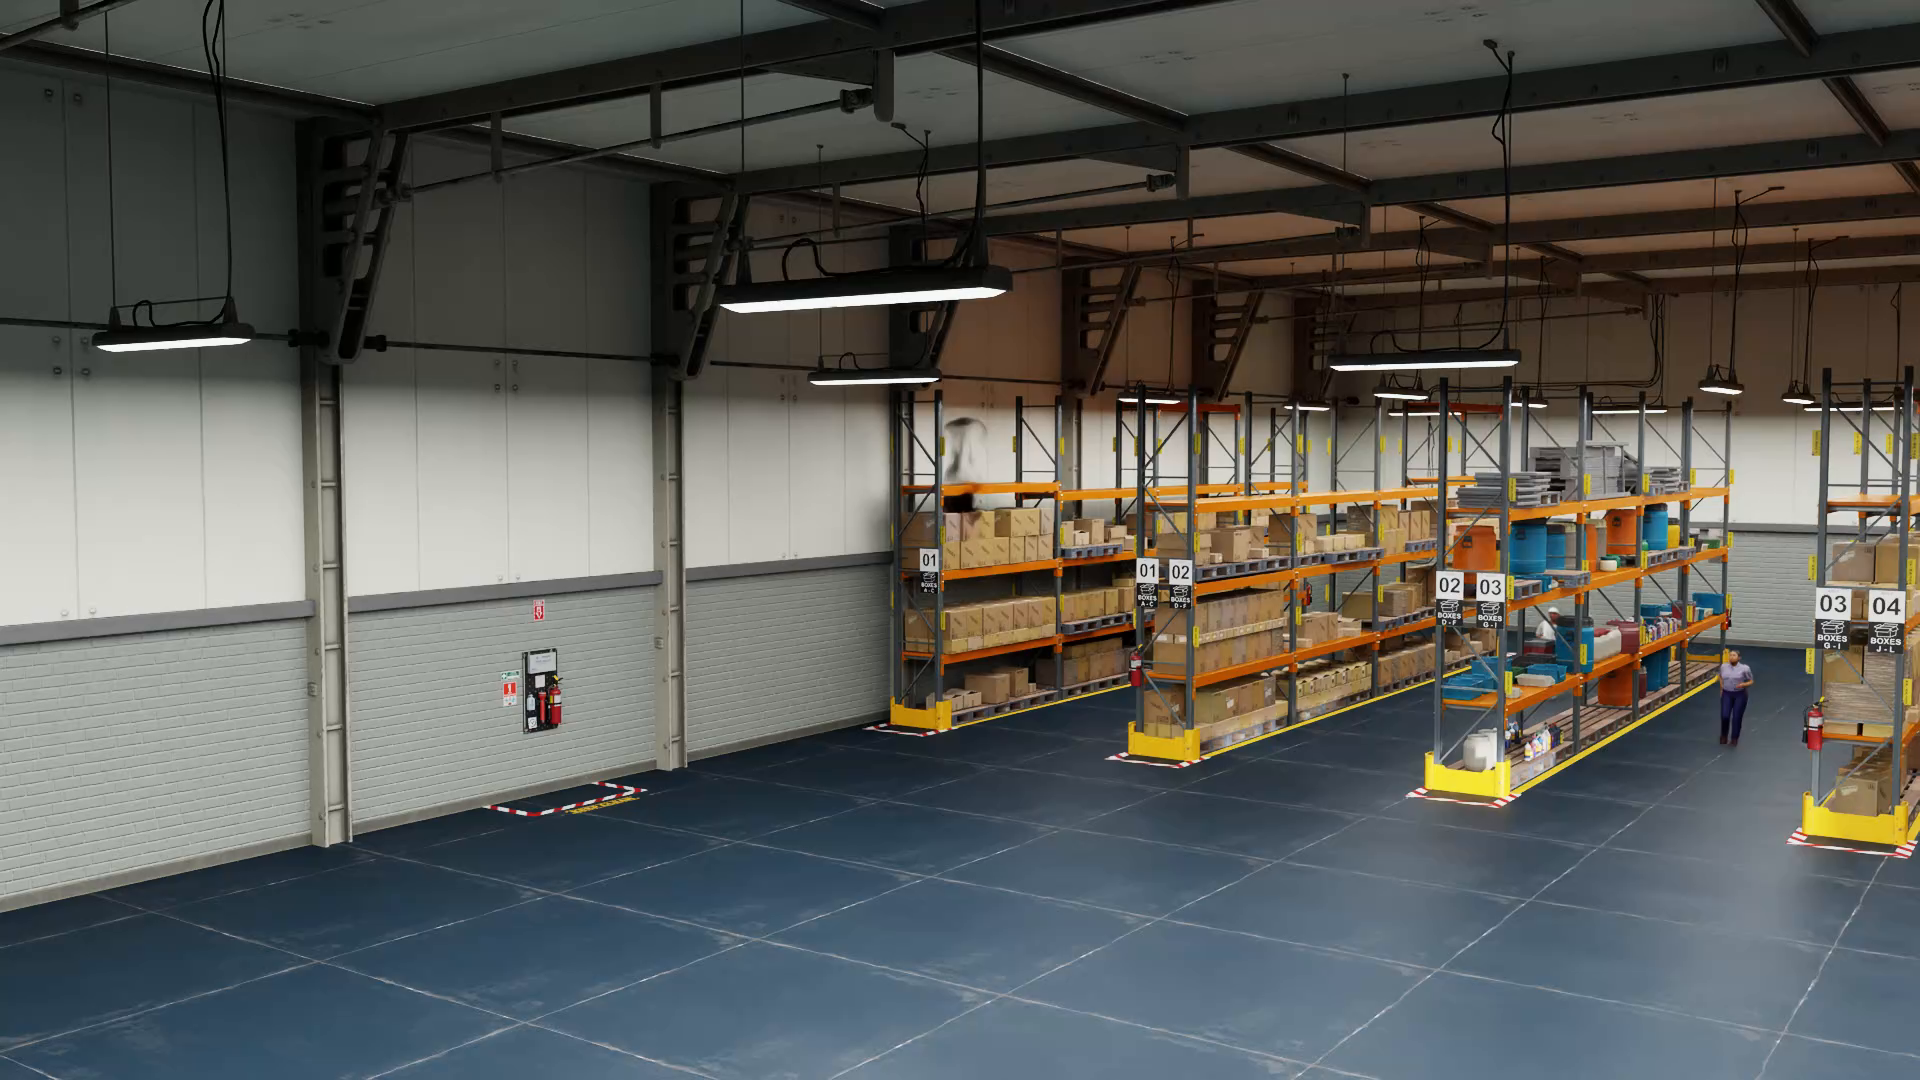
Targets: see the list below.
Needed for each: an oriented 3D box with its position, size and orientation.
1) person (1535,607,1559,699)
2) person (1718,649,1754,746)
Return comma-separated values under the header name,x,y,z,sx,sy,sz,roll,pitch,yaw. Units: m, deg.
name,x,y,z,sx,sy,sz,roll,pitch,yaw
person,11.778,2.218,33.064,0.684,1.771,0.969,2,4,30
person,12.865,2.638,27.665,0.560,1.638,0.630,2,4,33
